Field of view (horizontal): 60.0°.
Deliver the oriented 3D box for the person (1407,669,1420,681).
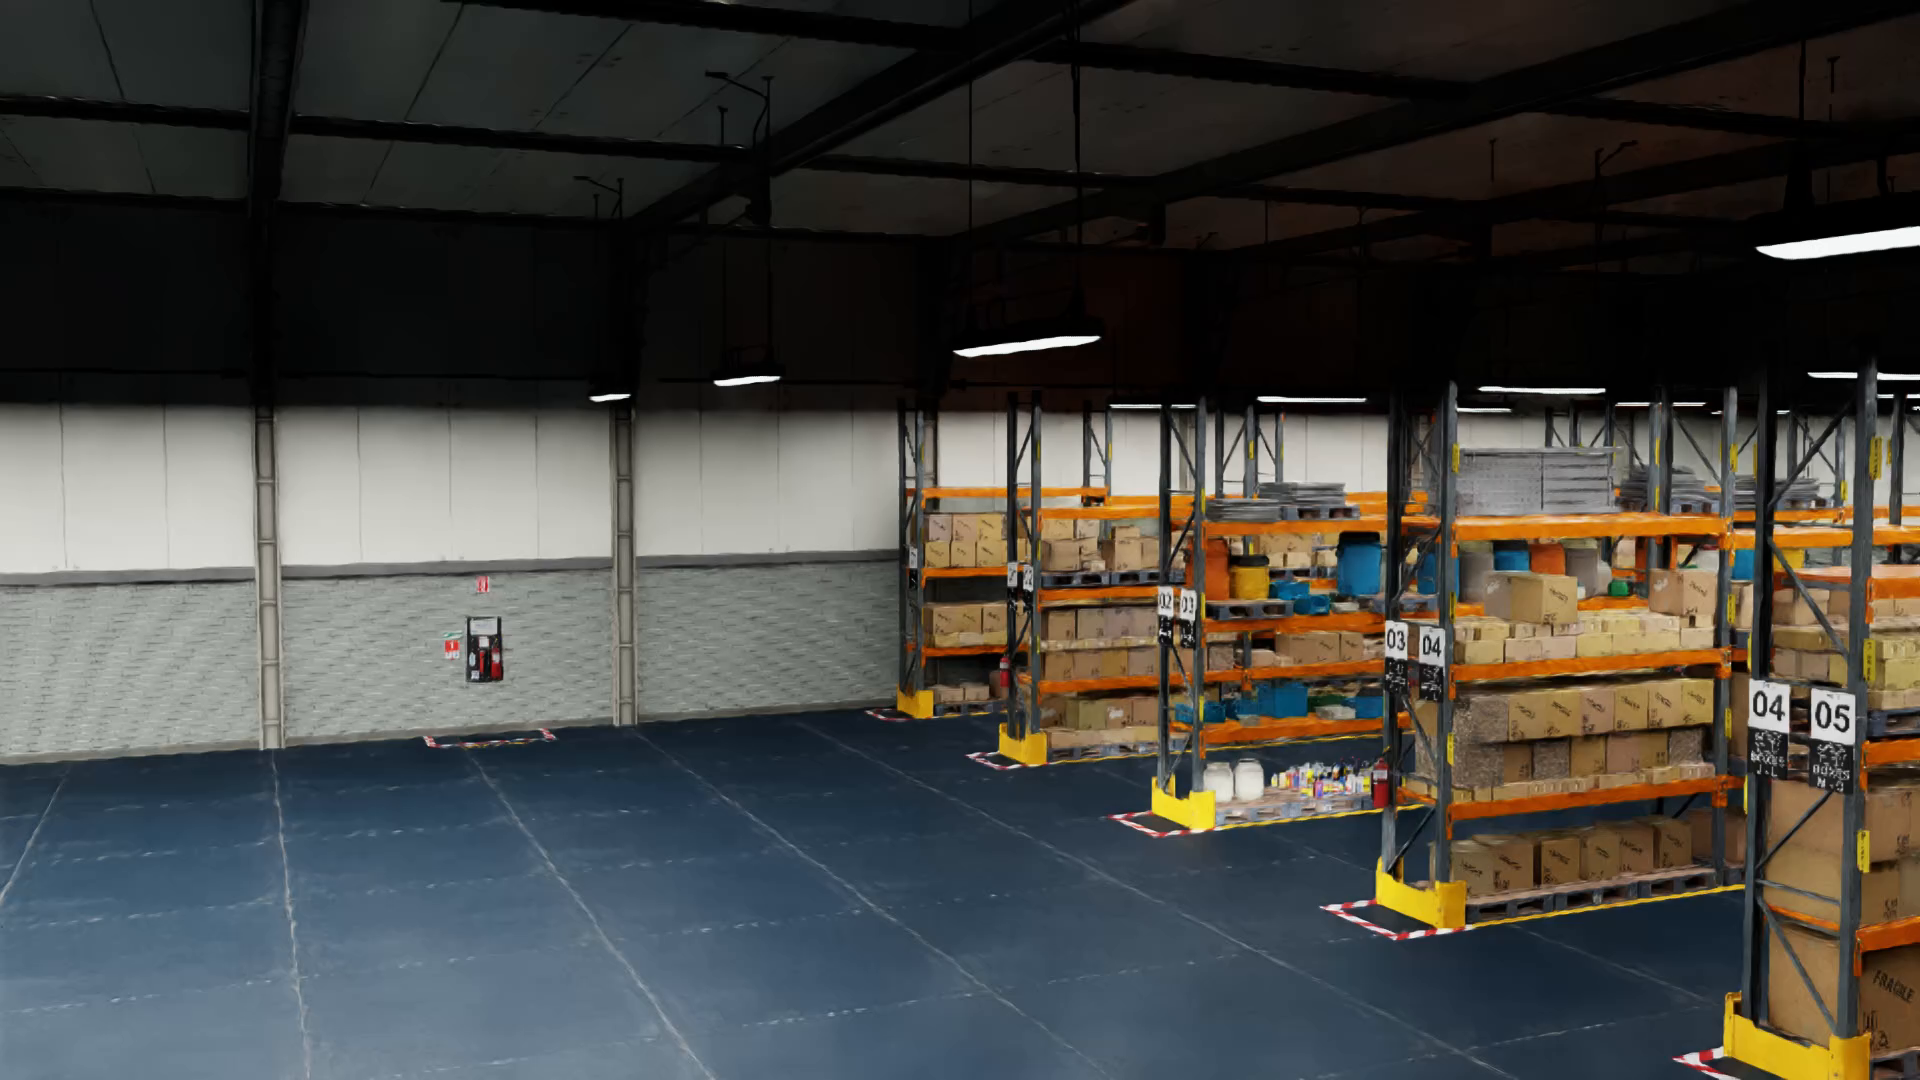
[{"bbox_3d":[9.310,2.330,34.437,1.099,1.586,0.451,-2,4,-26],"label":"person"}]
